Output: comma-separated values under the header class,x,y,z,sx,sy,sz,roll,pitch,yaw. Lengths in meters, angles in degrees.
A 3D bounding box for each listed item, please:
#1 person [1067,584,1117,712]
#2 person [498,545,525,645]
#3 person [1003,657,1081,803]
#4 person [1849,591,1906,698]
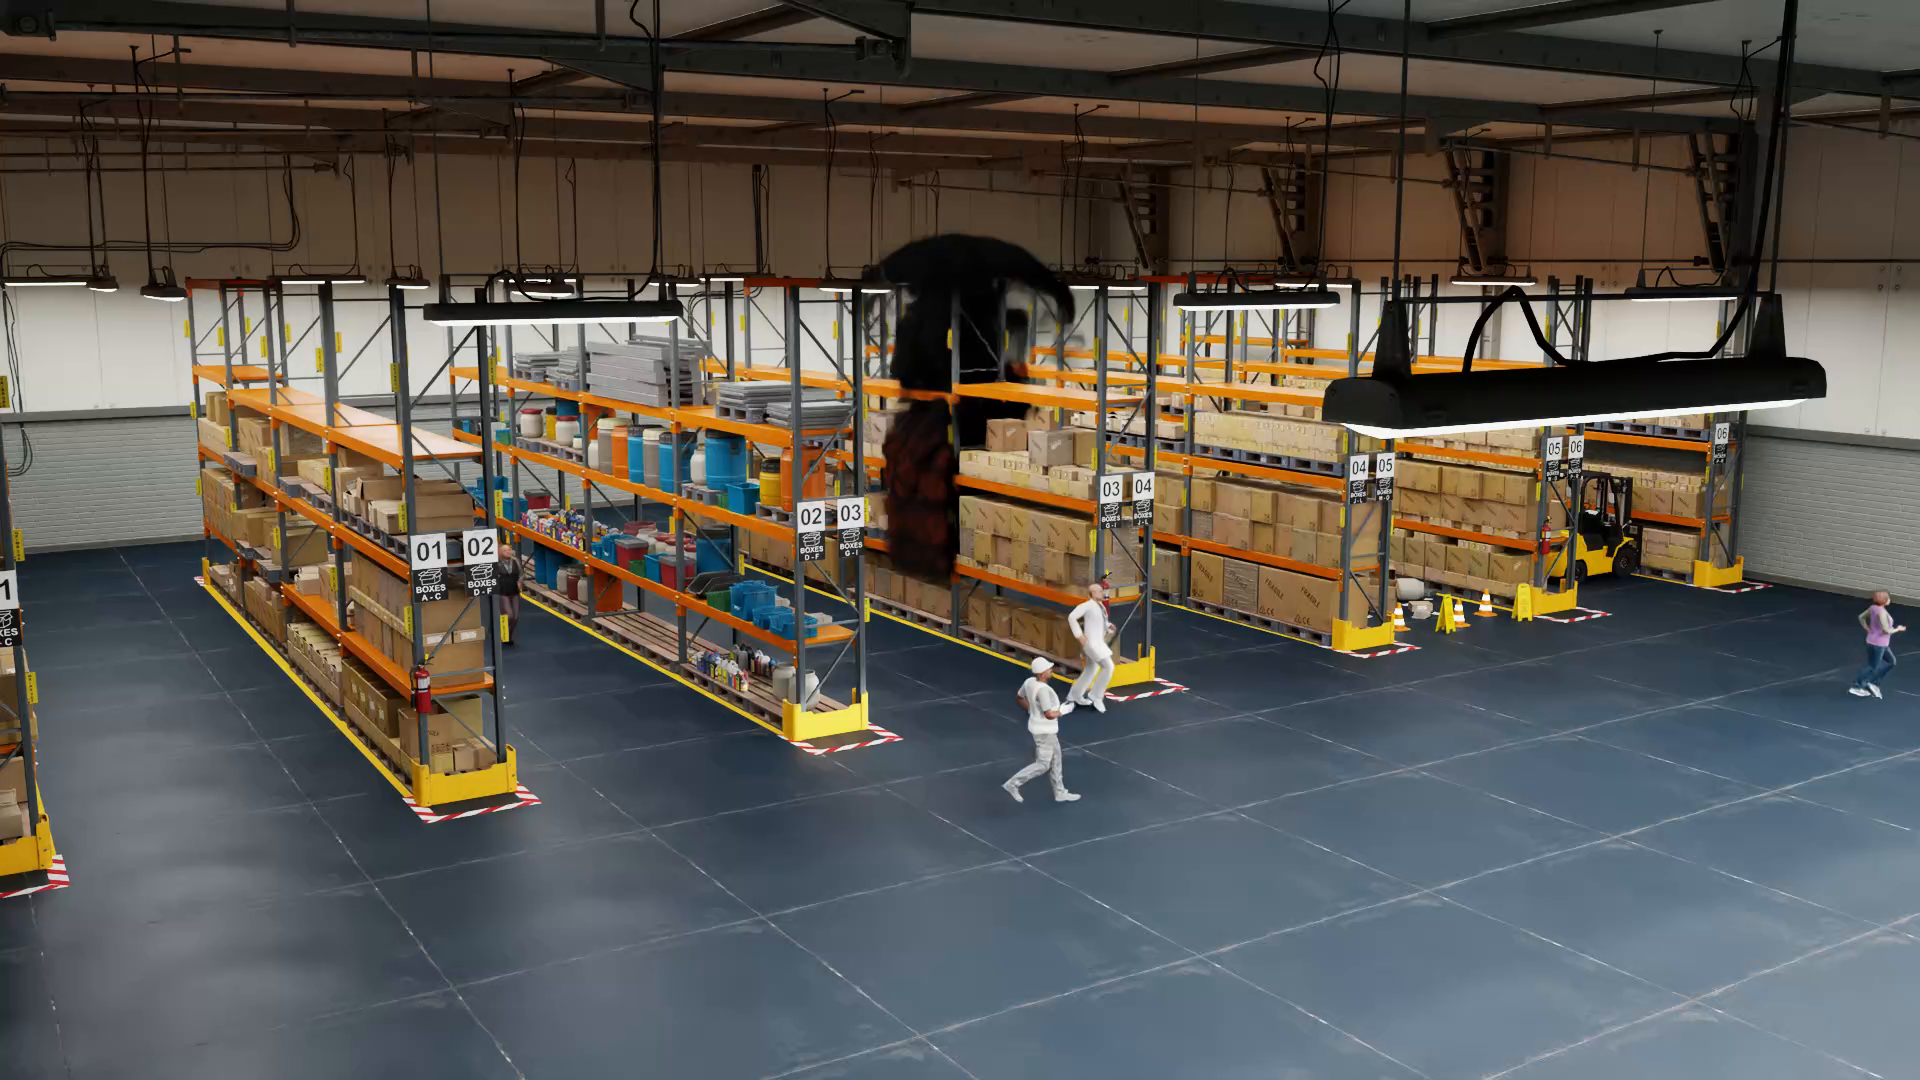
class,x,y,z,sx,sy,sz,roll,pitch,yaw
person,1.890,1.523,23.745,0.712,1.802,0.708,3,10,17
person,-7.452,0.920,27.442,0.644,1.680,0.591,-8,13,-41
person,0.956,2.226,19.369,0.970,1.763,0.693,-2,10,-11
person,13.326,1.526,24.128,0.672,1.611,0.508,3,10,19
